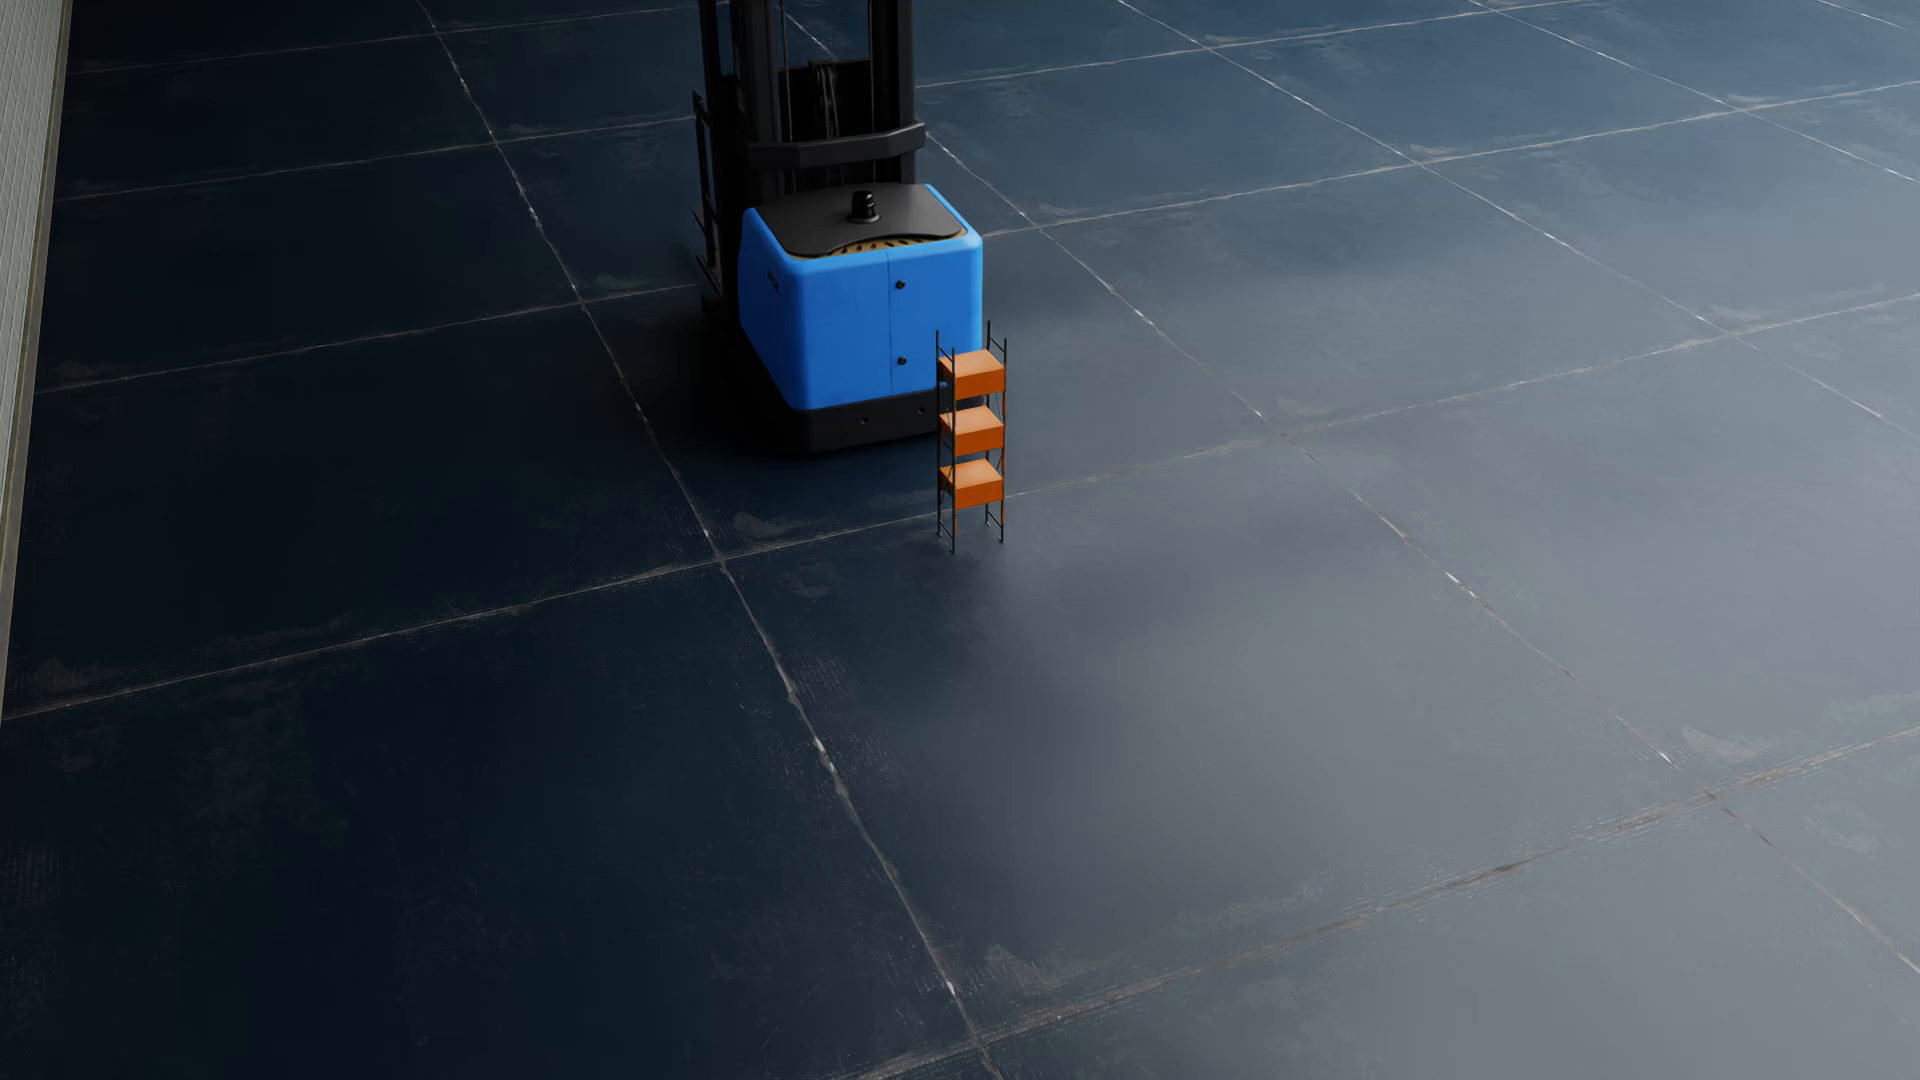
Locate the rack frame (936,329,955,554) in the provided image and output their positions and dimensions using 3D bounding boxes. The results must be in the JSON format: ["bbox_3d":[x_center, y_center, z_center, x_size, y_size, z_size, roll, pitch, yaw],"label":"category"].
[{"bbox_3d":[-0.063,-0.426,7.441,0.008,1.050,0.200,-13,35,-19],"label":"rack frame"}]

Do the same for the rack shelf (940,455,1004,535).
[{"bbox_3d":[0.049,-0.210,7.638,0.240,0.259,0.215,-13,35,-19],"label":"rack shelf"}]

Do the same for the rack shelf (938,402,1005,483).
[{"bbox_3d":[0.049,-0.442,7.487,0.240,0.259,0.215,-13,35,-19],"label":"rack shelf"}]

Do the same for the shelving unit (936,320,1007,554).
[{"bbox_3d":[0.049,-0.451,7.481,0.252,1.050,0.215,-13,35,-19],"label":"shelving unit"}]

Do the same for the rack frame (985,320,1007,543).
[{"bbox_3d":[0.162,-0.477,7.521,0.008,1.050,0.200,-13,35,-19],"label":"rack frame"}]

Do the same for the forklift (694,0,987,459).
[{"bbox_3d":[-0.843,-2.428,8.794,1.130,2.935,3.031,-11,35,-17],"label":"forklift"}]

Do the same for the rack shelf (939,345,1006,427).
[{"bbox_3d":[0.049,-0.680,7.332,0.240,0.259,0.215,-13,35,-19],"label":"rack shelf"}]
